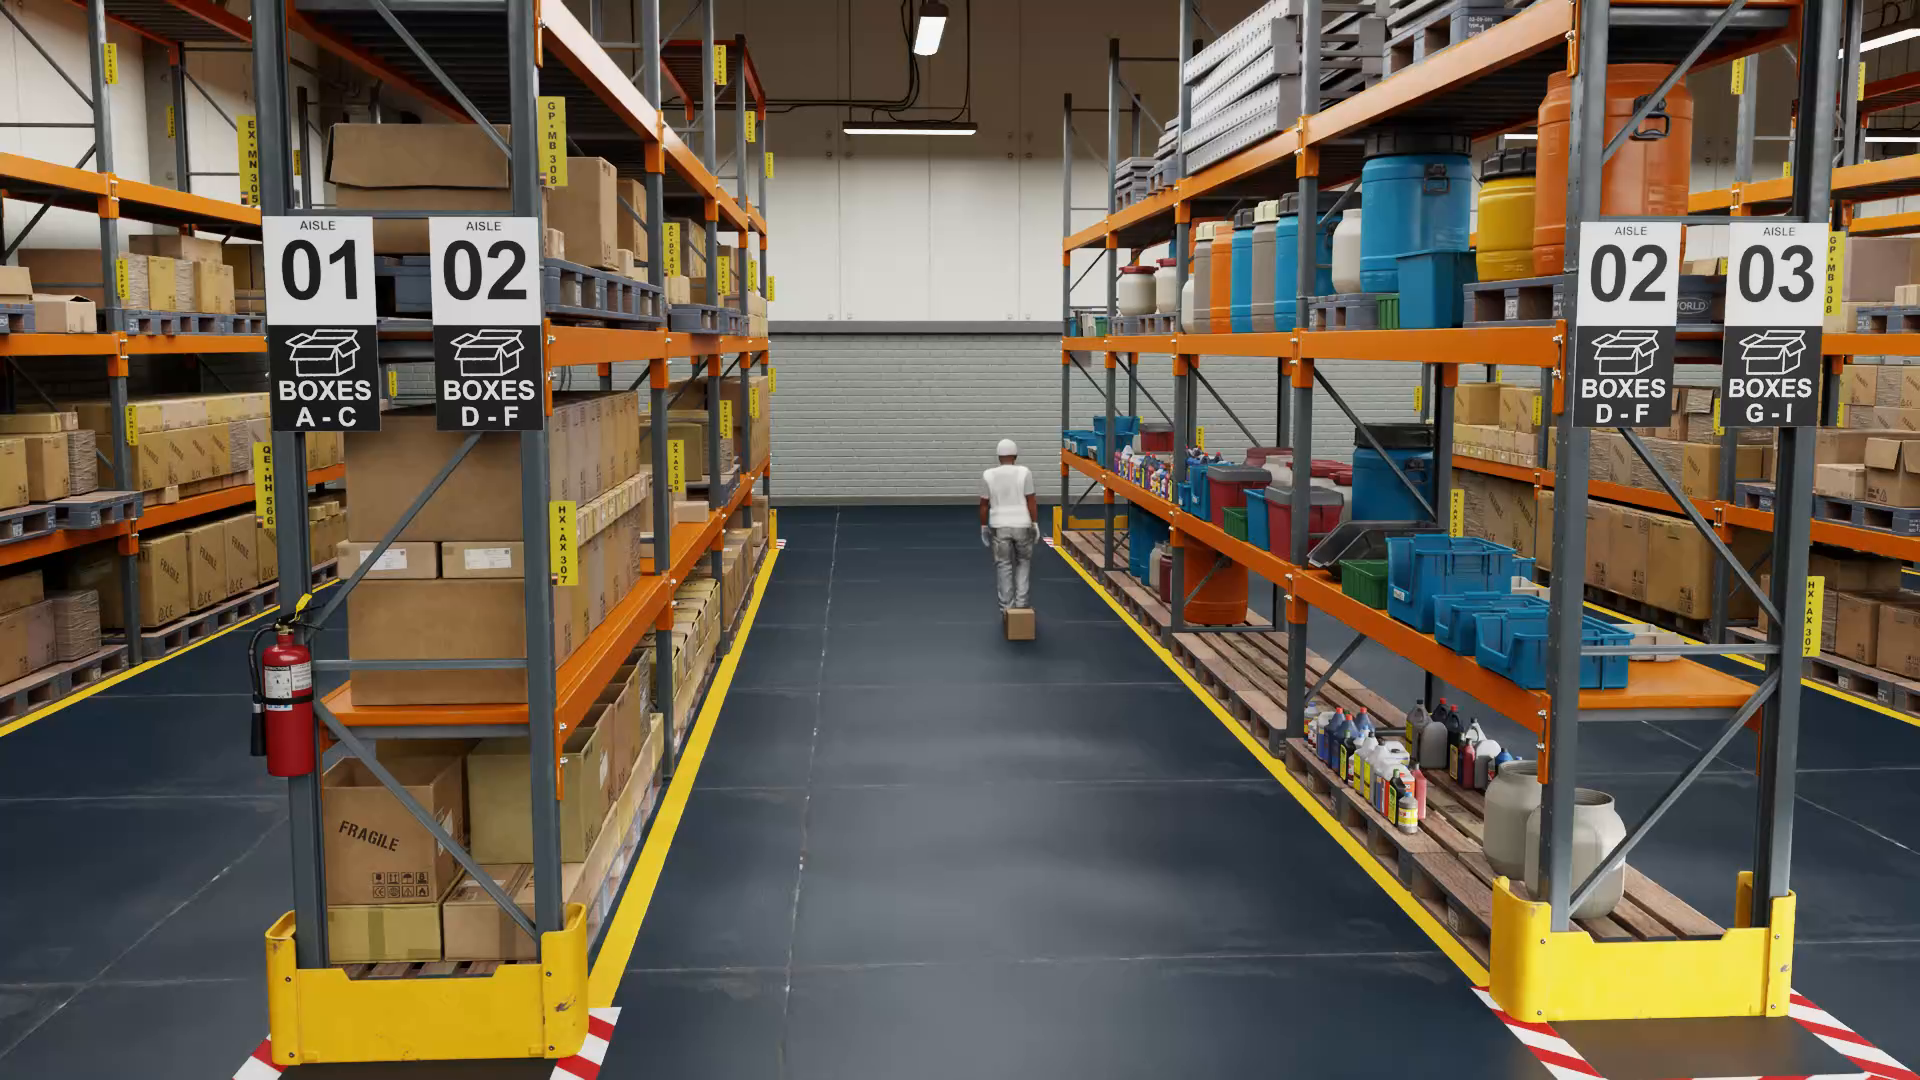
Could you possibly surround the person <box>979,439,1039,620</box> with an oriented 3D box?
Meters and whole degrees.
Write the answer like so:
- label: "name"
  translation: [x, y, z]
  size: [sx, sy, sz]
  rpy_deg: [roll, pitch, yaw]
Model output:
- label: "person"
  translation: [0.487, -0.097, 16.458]
  size: [0.592, 1.794, 0.537]
  rpy_deg: [0, 7, 1]
